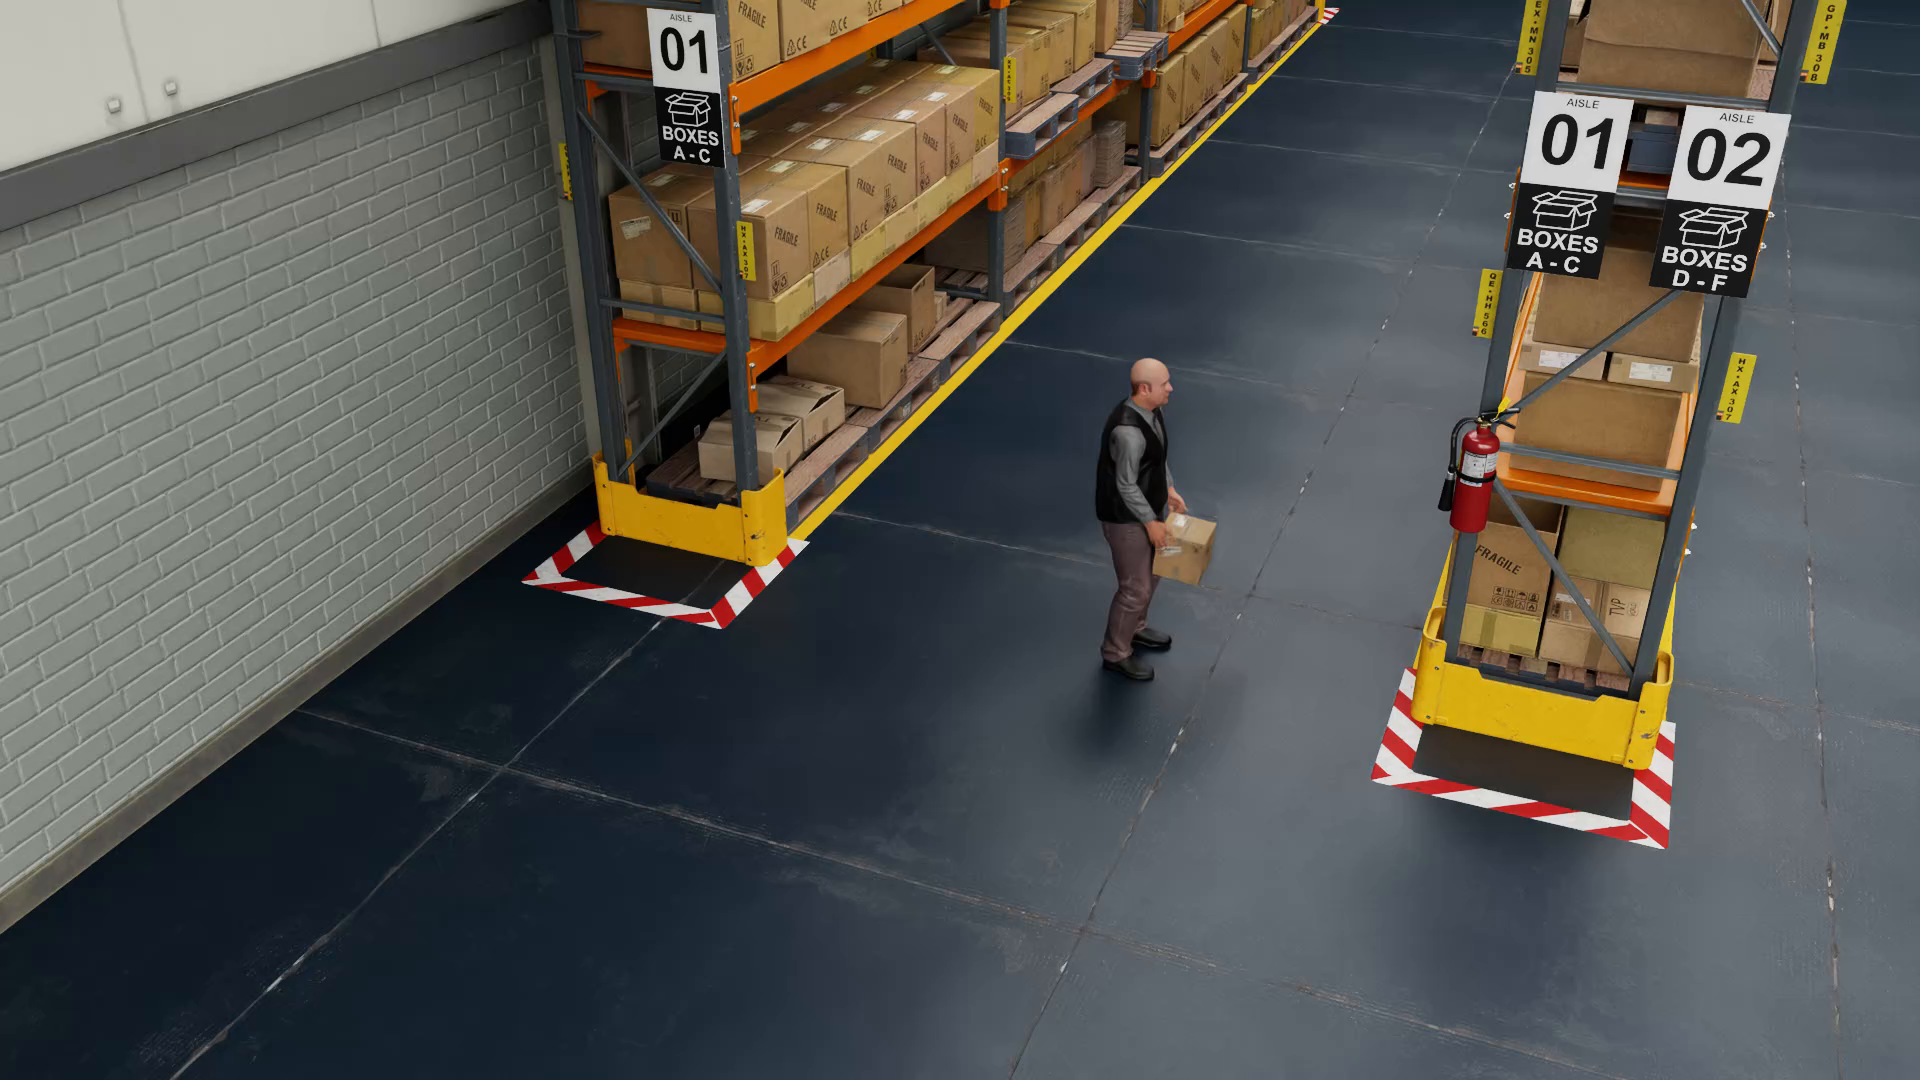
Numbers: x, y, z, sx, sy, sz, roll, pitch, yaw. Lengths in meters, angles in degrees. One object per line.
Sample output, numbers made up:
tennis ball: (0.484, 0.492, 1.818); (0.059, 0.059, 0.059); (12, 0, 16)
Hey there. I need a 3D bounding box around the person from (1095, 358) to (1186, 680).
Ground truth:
person: (0.928, -0.140, 8.666); (0.446, 1.727, 0.551); (11, 31, 18)
